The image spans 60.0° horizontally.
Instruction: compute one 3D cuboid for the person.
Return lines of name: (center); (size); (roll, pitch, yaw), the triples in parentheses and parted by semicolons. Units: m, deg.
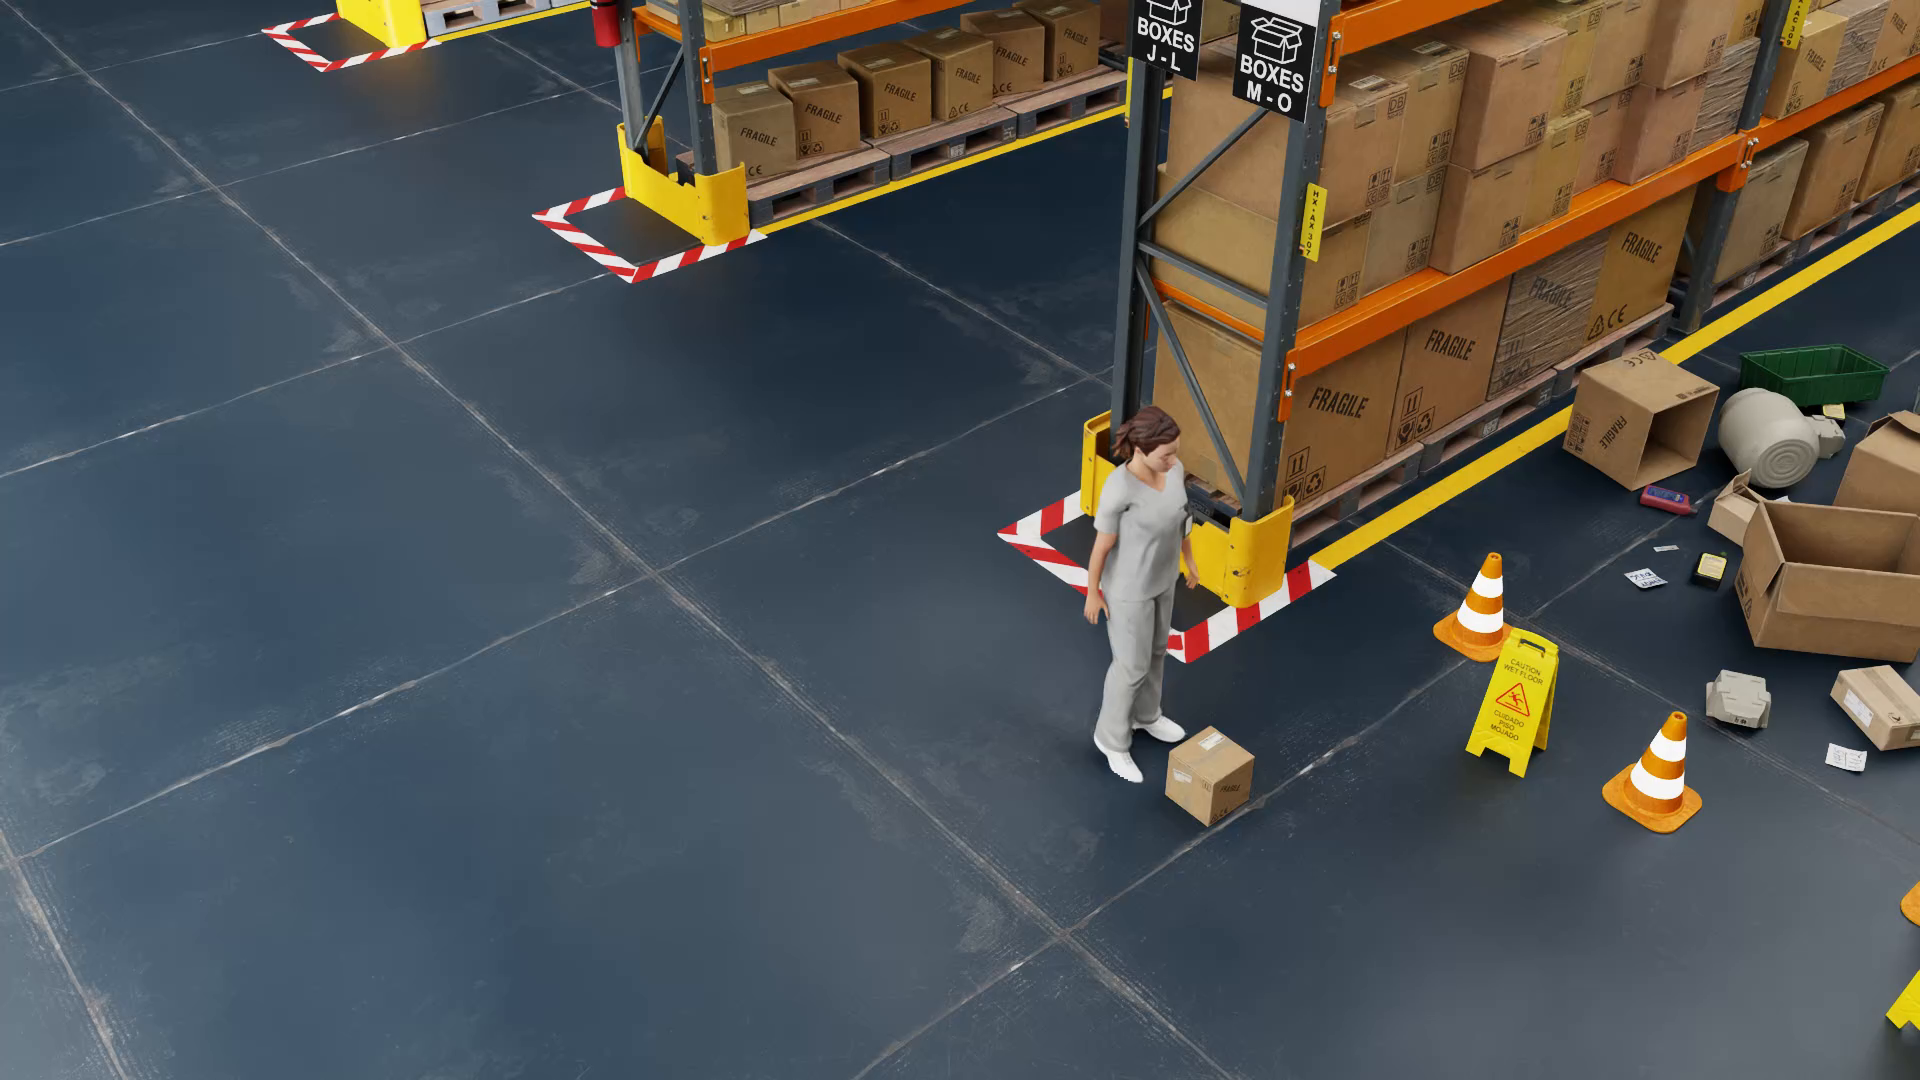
person: (0.792, 0.204, 6.799); (0.463, 1.710, 0.496); (30, 45, 34)
